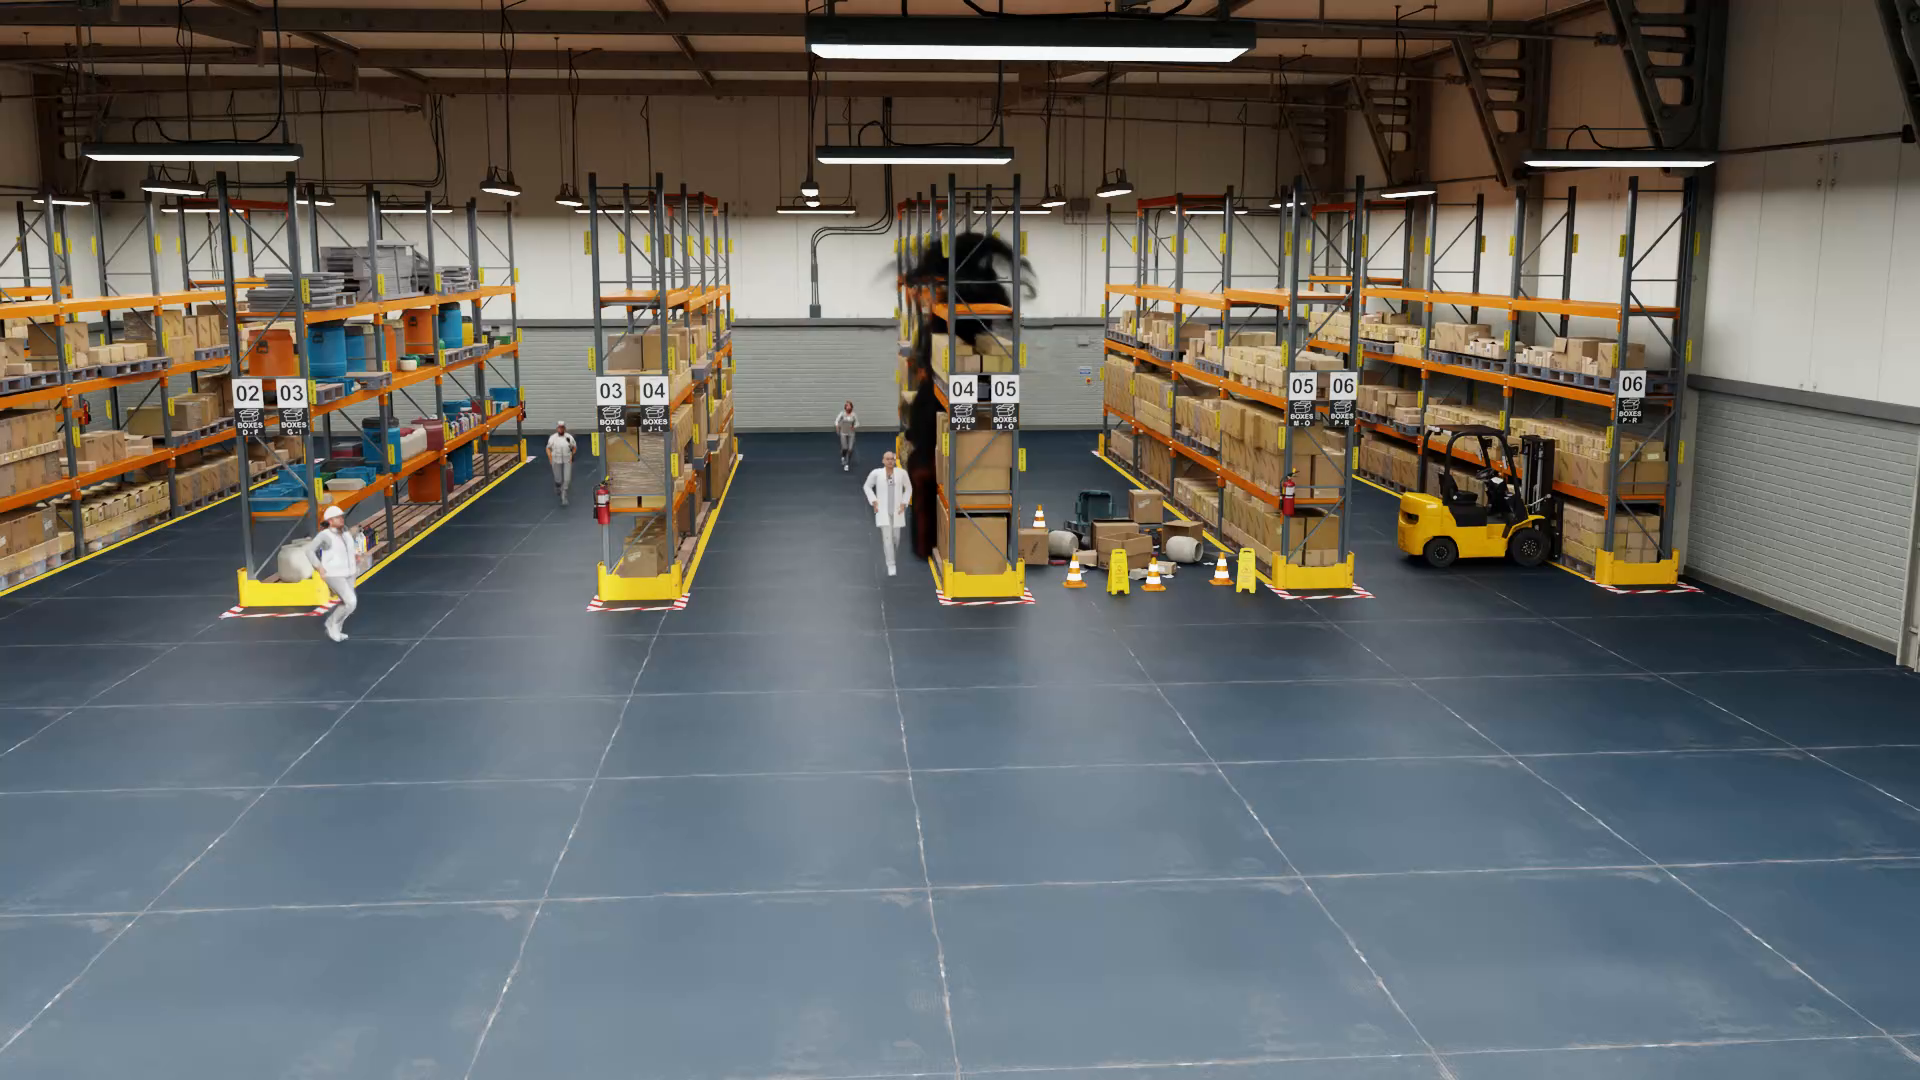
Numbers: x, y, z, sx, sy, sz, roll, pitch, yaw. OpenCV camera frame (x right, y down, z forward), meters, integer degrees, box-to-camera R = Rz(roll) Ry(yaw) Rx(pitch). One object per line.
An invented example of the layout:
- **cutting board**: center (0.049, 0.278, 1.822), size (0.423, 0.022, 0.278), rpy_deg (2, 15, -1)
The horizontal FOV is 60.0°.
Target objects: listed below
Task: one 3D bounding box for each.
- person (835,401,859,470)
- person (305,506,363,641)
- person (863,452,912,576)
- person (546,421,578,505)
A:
- **person**: center (-2.544, -2.356, 37.633), size (0.547, 1.555, 0.551), rpy_deg (-2, 10, -10)
- **person**: center (-7.870, 0.434, 21.157), size (0.646, 1.733, 0.641), rpy_deg (4, 11, 20)
- **person**: center (-1.049, -0.417, 24.449), size (0.717, 1.788, 0.736), rpy_deg (-2, 10, -11)
- **person**: center (-7.835, -1.531, 32.780), size (0.607, 1.632, 0.596), rpy_deg (-3, 10, -16)
